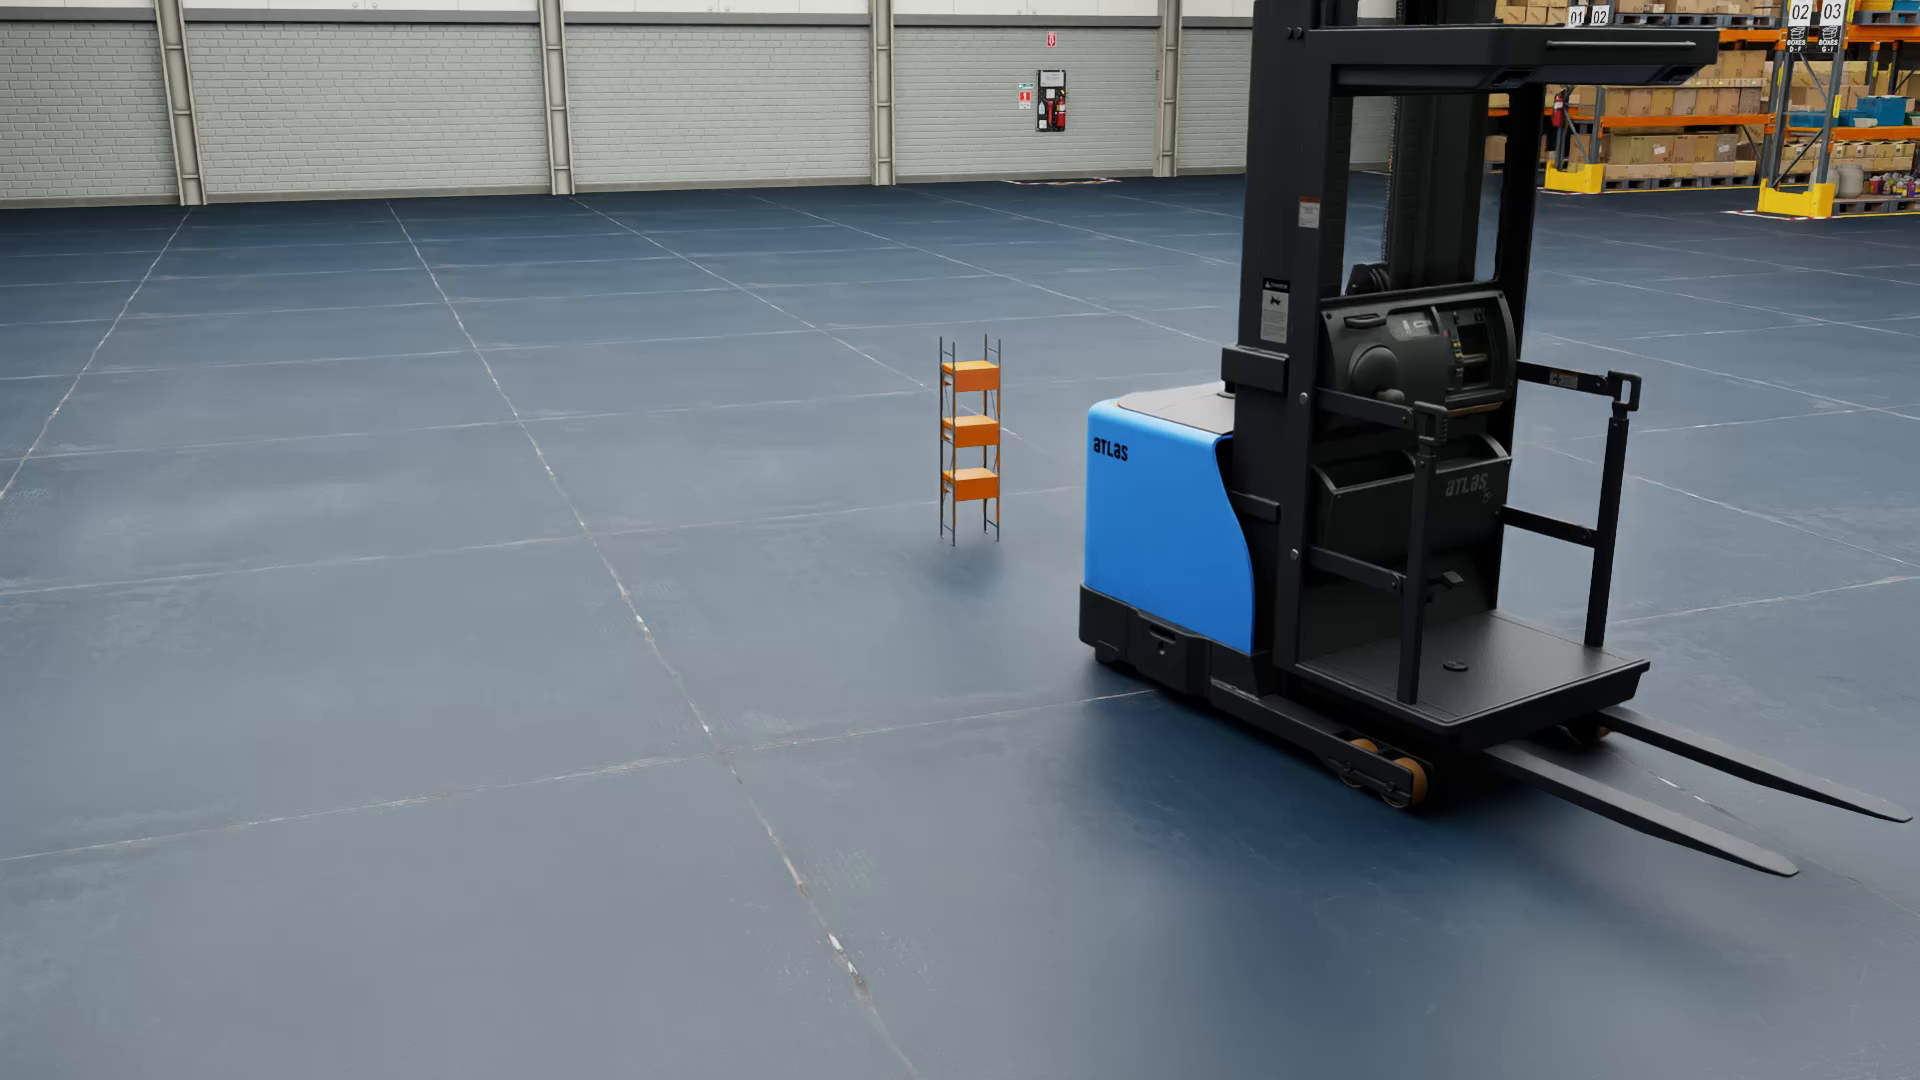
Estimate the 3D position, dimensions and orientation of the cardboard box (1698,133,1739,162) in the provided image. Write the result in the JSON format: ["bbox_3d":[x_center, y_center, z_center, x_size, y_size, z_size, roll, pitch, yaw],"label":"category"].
[{"bbox_3d":[14.082,-7.306,30.958,0.500,0.500,0.500,-6,17,-20],"label":"cardboard box"}]

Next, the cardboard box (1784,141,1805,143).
[{"bbox_3d":[16.134,-7.587,32.251,0.500,0.311,0.500,-6,17,-20],"label":"cardboard box"}]

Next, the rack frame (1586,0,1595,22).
[{"bbox_3d":[13.132,-12.397,34.844,0.127,3.000,1.000,-6,17,-20],"label":"rack frame"}]

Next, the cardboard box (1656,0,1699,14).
[{"bbox_3d":[12.822,-9.664,29.688,0.500,0.500,0.500,-6,17,-20],"label":"cardboard box"}]

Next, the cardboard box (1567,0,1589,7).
[{"bbox_3d":[12.761,-11.373,34.694,0.500,0.500,0.500,-8,18,-25],"label":"cardboard box"}]

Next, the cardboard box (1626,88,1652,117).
[{"bbox_3d":[12.102,-7.958,30.198,0.500,0.500,0.700,-6,17,-19],"label":"cardboard box"}]

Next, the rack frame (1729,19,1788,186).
[{"bbox_3d":[14.908,-8.216,31.252,0.127,3.000,1.000,-6,17,-20],"label":"rack frame"}]

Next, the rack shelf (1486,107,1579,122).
[{"bbox_3d":[11.265,-8.972,35.104,4.000,0.370,1.077,-6,17,-20],"label":"rack shelf"}]

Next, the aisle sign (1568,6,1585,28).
[{"bbox_3d":[11.007,-9.130,29.753,0.004,0.787,0.394,-6,17,-20],"label":"aisle sign"}]

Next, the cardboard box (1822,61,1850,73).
[{"bbox_3d":[19.777,-10.722,37.715,0.500,0.250,0.500,-6,17,-19],"label":"cardboard box"}]

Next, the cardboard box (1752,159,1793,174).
[{"bbox_3d":[15.373,-7.073,31.497,0.500,0.250,0.500,-7,18,-21],"label":"cardboard box"}]

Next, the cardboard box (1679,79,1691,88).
[{"bbox_3d":[13.052,-8.309,30.242,0.250,0.149,0.380,-6,17,-20],"label":"cardboard box"}]

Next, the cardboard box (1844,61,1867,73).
[{"bbox_3d":[20.258,-10.771,37.882,0.500,0.250,0.500,-6,17,-19],"label":"cardboard box"}]

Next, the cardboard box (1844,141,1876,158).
[{"bbox_3d":[17.287,-7.548,32.119,0.500,0.311,0.500,-6,17,-20],"label":"cardboard box"}]

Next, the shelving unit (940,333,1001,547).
[{"bbox_3d":[0.050,-0.509,8.469,0.252,1.050,0.215,-6,17,-20],"label":"shelving unit"}]

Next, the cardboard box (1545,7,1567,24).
[{"bbox_3d":[12.272,-10.852,34.692,0.500,0.500,0.500,-8,18,-25],"label":"cardboard box"}]

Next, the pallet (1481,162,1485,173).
[{"bbox_3d":[10.239,-7.858,34.982,1.213,0.211,1.003,-6,17,-20],"label":"pallet"}]

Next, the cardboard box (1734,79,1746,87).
[{"bbox_3d":[14.256,-8.440,30.686,0.250,0.149,0.380,-7,18,-22],"label":"cardboard box"}]

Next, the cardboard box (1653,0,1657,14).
[{"bbox_3d":[12.673,-9.719,30.212,0.500,0.311,0.500,-4,17,-14],"label":"cardboard box"}]

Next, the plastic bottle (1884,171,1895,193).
[{"bbox_3d":[15.028,-5.799,26.944,0.185,0.351,0.144,-5,17,-18],"label":"plastic bottle"}]

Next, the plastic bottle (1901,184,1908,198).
[{"bbox_3d":[14.843,-5.489,26.151,0.097,0.201,0.097,0,16,0],"label":"plastic bottle"}]

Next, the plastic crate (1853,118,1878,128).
[{"bbox_3d":[13.893,-6.388,25.496,0.250,0.136,0.298,-6,17,-20],"label":"plastic crate"}]

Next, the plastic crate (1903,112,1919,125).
[{"bbox_3d":[15.308,-6.748,26.629,0.662,0.188,0.450,-6,17,-20],"label":"plastic crate"}]

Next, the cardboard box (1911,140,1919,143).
[{"bbox_3d":[19.433,-7.787,33.447,0.500,0.500,0.500,-5,17,-18],"label":"cardboard box"}]

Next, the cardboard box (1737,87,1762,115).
[{"bbox_3d":[14.496,-8.217,31.080,0.500,0.500,0.700,-7,18,-22],"label":"cardboard box"}]

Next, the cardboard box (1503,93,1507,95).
[{"bbox_3d":[11.378,-9.535,34.643,0.500,0.500,0.500,-6,17,-18],"label":"cardboard box"}]

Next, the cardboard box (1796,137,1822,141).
[{"bbox_3d":[19.213,-9.305,38.032,0.750,0.750,0.750,-6,17,-18],"label":"cardboard box"}]

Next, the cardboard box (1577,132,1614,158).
[{"bbox_3d":[13.813,-8.609,36.247,0.500,0.500,0.700,-6,17,-18],"label":"cardboard box"}]

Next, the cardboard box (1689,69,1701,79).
[{"bbox_3d":[13.090,-8.688,30.380,0.500,0.500,0.700,-6,17,-20],"label":"cardboard box"}]

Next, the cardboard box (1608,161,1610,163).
[{"bbox_3d":[12.031,-6.880,30.838,0.500,0.250,0.500,-6,17,-20],"label":"cardboard box"}]

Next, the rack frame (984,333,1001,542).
[{"bbox_3d":[0.164,-0.521,8.511,0.008,1.050,0.200,-6,17,-20],"label":"rack frame"}]

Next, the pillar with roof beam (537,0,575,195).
[{"bbox_3d":[-5.527,-9.345,24.449,0.400,9.000,9.100,-6,17,-20],"label":"pillar with roof beam"}]

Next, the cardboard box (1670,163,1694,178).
[{"bbox_3d":[13.155,-6.841,30.705,0.500,0.250,0.500,-6,17,-20],"label":"cardboard box"}]

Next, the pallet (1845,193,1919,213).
[{"bbox_3d":[14.894,-5.393,26.590,1.213,0.211,1.003,-6,17,-20],"label":"pallet"}]

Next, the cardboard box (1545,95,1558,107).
[{"bbox_3d":[12.330,-9.281,35.109,0.500,0.250,0.500,-6,17,-20],"label":"cardboard box"}]

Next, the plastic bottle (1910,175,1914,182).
[{"bbox_3d":[15.475,-5.798,27.081,0.097,0.271,0.097,0,16,0],"label":"plastic bottle"}]

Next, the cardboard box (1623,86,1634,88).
[{"bbox_3d":[11.862,-8.182,29.808,0.250,0.149,0.380,-7,18,-22],"label":"cardboard box"}]

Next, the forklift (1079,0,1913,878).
[{"bbox_3d":[1.736,-0.664,5.657,1.130,2.935,3.031,-11,20,-32],"label":"forklift"}]

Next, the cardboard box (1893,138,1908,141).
[{"bbox_3d":[21.808,-9.426,39.063,0.500,0.500,0.700,-6,18,-21],"label":"cardboard box"}]

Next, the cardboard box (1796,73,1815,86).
[{"bbox_3d":[18.852,-10.259,37.468,0.500,0.500,0.500,-6,17,-19],"label":"cardboard box"}]

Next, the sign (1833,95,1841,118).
[{"bbox_3d":[13.135,-6.497,24.906,0.005,0.325,0.100,-6,17,-20],"label":"sign"}]

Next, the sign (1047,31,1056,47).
[{"bbox_3d":[1.774,-9.707,32.217,0.199,0.298,0.001,-6,17,-20],"label":"sign"}]

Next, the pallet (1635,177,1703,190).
[{"bbox_3d":[13.009,-6.685,30.987,1.213,0.211,1.003,-6,17,-20],"label":"pallet"}]

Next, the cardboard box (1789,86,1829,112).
[{"bbox_3d":[16.123,-8.390,31.668,0.500,0.500,0.500,-5,17,-16],"label":"cardboard box"}]

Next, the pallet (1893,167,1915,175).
[{"bbox_3d":[19.354,-7.346,33.241,1.213,0.211,1.003,-6,17,-20],"label":"pallet"}]

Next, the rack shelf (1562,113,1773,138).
[{"bbox_3d":[13.041,-7.669,30.667,4.000,0.370,1.077,-6,17,-20],"label":"rack shelf"}]

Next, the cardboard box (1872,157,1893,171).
[{"bbox_3d":[17.759,-7.331,32.374,0.500,0.250,0.500,-6,18,-21],"label":"cardboard box"}]

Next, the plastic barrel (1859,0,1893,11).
[{"bbox_3d":[13.961,-8.388,25.436,0.600,0.588,0.600,0,16,0],"label":"plastic barrel"}]

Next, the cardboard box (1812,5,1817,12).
[{"bbox_3d":[15.999,-9.900,31.185,0.500,0.250,0.500,-8,18,-25],"label":"cardboard box"}]

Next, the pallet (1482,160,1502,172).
[{"bbox_3d":[11.377,-7.980,35.397,1.213,0.211,1.003,-6,17,-20],"label":"pallet"}]
